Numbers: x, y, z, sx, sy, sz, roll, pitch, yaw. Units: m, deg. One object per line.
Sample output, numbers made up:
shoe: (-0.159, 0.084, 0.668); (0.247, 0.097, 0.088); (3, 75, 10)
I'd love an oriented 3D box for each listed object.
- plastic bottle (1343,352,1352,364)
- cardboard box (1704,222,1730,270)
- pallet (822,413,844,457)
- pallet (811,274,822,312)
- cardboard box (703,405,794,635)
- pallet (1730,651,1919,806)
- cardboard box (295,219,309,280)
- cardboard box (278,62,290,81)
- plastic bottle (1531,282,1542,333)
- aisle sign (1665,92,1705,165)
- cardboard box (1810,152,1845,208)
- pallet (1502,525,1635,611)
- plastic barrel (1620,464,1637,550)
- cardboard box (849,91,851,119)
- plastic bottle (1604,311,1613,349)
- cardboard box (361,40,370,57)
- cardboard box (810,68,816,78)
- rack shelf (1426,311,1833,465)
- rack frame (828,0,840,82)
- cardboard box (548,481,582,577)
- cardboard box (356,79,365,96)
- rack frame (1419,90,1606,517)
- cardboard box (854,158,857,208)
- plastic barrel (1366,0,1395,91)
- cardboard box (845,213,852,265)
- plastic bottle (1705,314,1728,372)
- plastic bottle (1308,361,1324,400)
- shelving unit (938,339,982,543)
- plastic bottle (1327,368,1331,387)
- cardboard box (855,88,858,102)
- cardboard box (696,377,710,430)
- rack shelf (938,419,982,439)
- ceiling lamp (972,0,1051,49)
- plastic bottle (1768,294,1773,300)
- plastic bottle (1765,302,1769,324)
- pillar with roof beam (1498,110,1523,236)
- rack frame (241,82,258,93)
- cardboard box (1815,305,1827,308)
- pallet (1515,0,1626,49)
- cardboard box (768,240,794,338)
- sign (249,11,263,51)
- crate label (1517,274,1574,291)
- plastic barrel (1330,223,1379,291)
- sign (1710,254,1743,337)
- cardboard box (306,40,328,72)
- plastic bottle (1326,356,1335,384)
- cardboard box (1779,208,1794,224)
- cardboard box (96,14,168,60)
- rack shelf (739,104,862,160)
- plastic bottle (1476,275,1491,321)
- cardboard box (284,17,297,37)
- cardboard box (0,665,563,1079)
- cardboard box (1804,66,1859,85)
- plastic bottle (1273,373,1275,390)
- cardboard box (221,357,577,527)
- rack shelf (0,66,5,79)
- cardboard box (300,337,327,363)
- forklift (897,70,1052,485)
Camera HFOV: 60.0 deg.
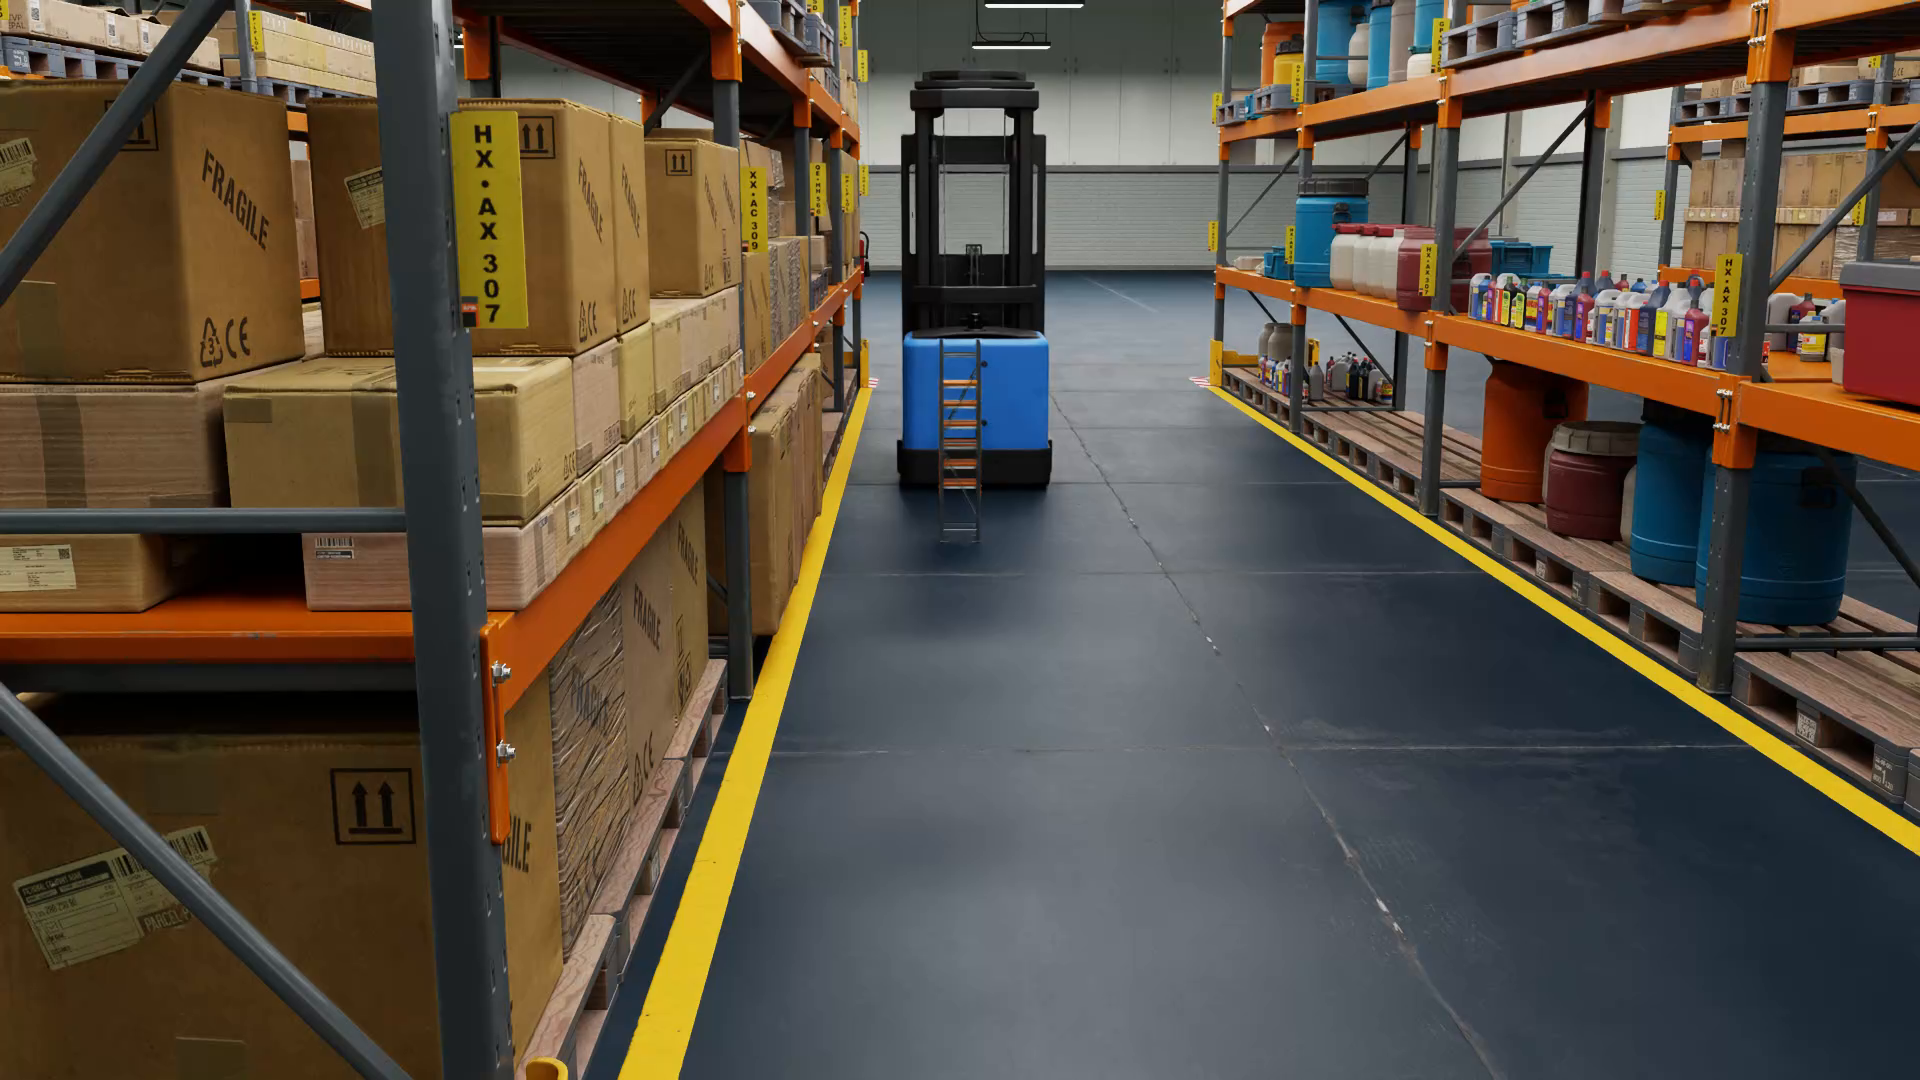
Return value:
plastic bottle: (3.813, -1.667, 16.288); (0.144, 0.351, 0.185); (0, 11, 1)
cardboard box: (8.313, -3.095, 17.519); (0.700, 0.500, 0.500); (0, 11, 0)
pallet: (-1.503, -0.887, 13.899); (1.003, 0.211, 1.213); (0, 11, -1)
pallet: (-1.560, -1.660, 11.181); (1.213, 0.211, 1.003); (0, 11, -1)
cardboard box: (-1.389, -0.110, 7.342); (1.225, 0.875, 0.875); (0, 11, -1)
pallet: (3.650, 0.674, 6.204); (1.003, 0.211, 1.213); (0, 11, -1)
cardboard box: (-6.536, -2.664, 15.268); (0.875, 0.550, 0.550); (0, 11, -1)
cardboard box: (-6.157, -4.135, 14.676); (0.380, 0.149, 0.250); (0, 11, -1)
plastic bottle: (3.193, -1.276, 9.128); (0.097, 0.271, 0.097); (0, 11, 0)
aisle sign: (7.993, -4.529, 18.301); (0.394, 0.787, 0.004); (0, 11, -1)
cardboard box: (8.356, -3.322, 15.373); (0.700, 0.500, 0.500); (0, 11, -1)
pallet: (3.594, 0.132, 8.879); (1.003, 0.211, 1.213); (0, 11, -1)
plastic barrel: (3.665, -0.186, 8.634); (0.421, 0.512, 0.421); (0, 11, 0)
cardboard box: (-1.309, -4.204, 16.069); (0.500, 0.250, 0.500); (0, 11, -2)
plastic bottle: (3.214, -1.040, 8.143); (0.097, 0.201, 0.097); (0, 11, 0)
cardboard box: (-6.203, -4.978, 16.826); (0.380, 0.149, 0.250); (0, 11, 0)
cardboard box: (-1.194, -3.104, 10.648); (0.500, 0.250, 0.500); (0, 11, 0)
rack shelf: (3.555, -0.883, 8.678); (1.077, 0.370, 4.000); (0, 11, -1)
rack frame: (-1.521, -5.348, 13.788); (1.000, 3.000, 0.127); (0, 11, -1)
cardboard box: (-0.957, -0.023, 3.258); (0.380, 0.149, 0.250); (0, 11, -2)
cardboard box: (-6.198, -4.538, 16.661); (0.380, 0.149, 0.250); (0, 11, -2)
rack frame: (3.514, -1.633, 10.566); (1.000, 3.000, 0.127); (0, 11, -1)
cardboard box: (-1.329, -3.680, 17.142); (0.500, 0.500, 0.500); (0, 11, -1)
plastic barrel: (3.658, -4.044, 13.643); (0.600, 0.901, 0.708); (0, 11, -1)
cardboard box: (-1.444, -2.792, 15.278); (0.875, 0.500, 0.500); (0, 11, -1)
plastic bottle: (3.265, -0.854, 7.039); (0.152, 0.276, 0.135); (0, 11, -1)
plastic bottle: (3.274, -1.473, 15.333); (0.144, 0.351, 0.185); (0, 11, -1)
shelving unit: (0.000, -0.591, 9.954); (0.258, 1.200, 0.189); (0, 11, -1)
plastic bottle: (3.681, -1.623, 16.444); (0.097, 0.201, 0.097); (0, 11, 0)
cardboard box: (-1.286, -4.741, 17.715); (0.380, 0.149, 0.250); (0, 11, -1)
cardboard box: (-1.000, -0.431, 5.271); (0.380, 0.149, 0.250); (0, 11, 0)
rack shelf: (0.000, -0.665, 9.939); (0.258, 0.103, 0.180); (0, 11, -1)
ceiling lamp: (1.295, -14.074, 42.119); (2.000, 3.185, 0.800); (0, 11, -1)
plastic bottle: (3.944, -1.101, 8.255); (0.152, 0.276, 0.135); (0, 11, -1)
plastic bottle: (3.796, -1.054, 8.024); (0.152, 0.276, 0.135); (0, 11, -1)
pillar with roof beam: (9.332, -10.822, 40.769); (9.100, 9.000, 0.548); (0, 11, -1)
rack frame: (-6.482, -2.408, 14.383); (1.000, 3.000, 0.127); (0, 11, -1)
cardboard box: (8.645, -2.165, 17.159); (0.500, 0.500, 0.500); (0, 11, -1)
pallet: (3.456, -2.597, 8.244); (1.003, 0.211, 1.213); (0, 11, -1)
cardboard box: (-1.162, -1.363, 8.980); (0.500, 0.500, 0.500); (-1, 11, -3)
sign: (-5.940, -4.290, 14.023); (0.100, 0.325, 0.005); (0, 11, -1)
crate label: (3.880, -1.637, 11.003); (0.303, 0.233, 0.416); (0, 11, -1)
plastic barrel: (3.231, -2.304, 13.530); (0.433, 0.535, 0.433); (0, 11, 0)
sign: (3.046, -0.972, 6.610); (0.100, 0.325, 0.005); (0, 11, -1)
cardboard box: (-6.235, -4.504, 15.492); (0.500, 0.250, 0.500); (0, 11, -2)
plastic bottle: (3.696, -1.694, 16.590); (0.061, 0.283, 0.133); (0, 11, -1)
cardboard box: (8.139, -3.121, 16.014); (0.380, 0.149, 0.250); (0, 11, 0)
cardboard box: (-6.226, -3.742, 12.329); (0.500, 0.311, 0.500); (-1, 11, -3)
rack shelf: (-1.562, -3.923, 16.118); (1.077, 0.370, 4.000); (0, 11, -1)
plastic bottle: (3.174, -1.460, 10.034); (0.097, 0.271, 0.097); (0, 11, 0)
cardboard box: (-6.161, -4.575, 14.841); (0.380, 0.149, 0.250); (0, 11, -2)
cardboard box: (-1.366, 0.686, 3.422); (0.875, 0.875, 0.875); (0, 11, -1)
cardboard box: (8.085, -4.308, 15.429); (0.380, 0.149, 0.250); (0, 11, -1)
plastic bottle: (3.090, -1.558, 16.124); (0.097, 0.201, 0.097); (0, 11, 0)
cardboard box: (-1.013, -0.192, 3.088); (0.500, 0.250, 0.500); (-1, 11, -3)
rack shelf: (-6.358, -2.333, 8.278); (1.077, 0.370, 4.000); (0, 11, -1)
cardboard box: (-1.558, -0.291, 3.579); (0.500, 0.250, 0.500); (0, 11, -2)
forklift: (0.098, -2.062, 12.852); (1.130, 2.935, 3.031); (0, 11, 0)
